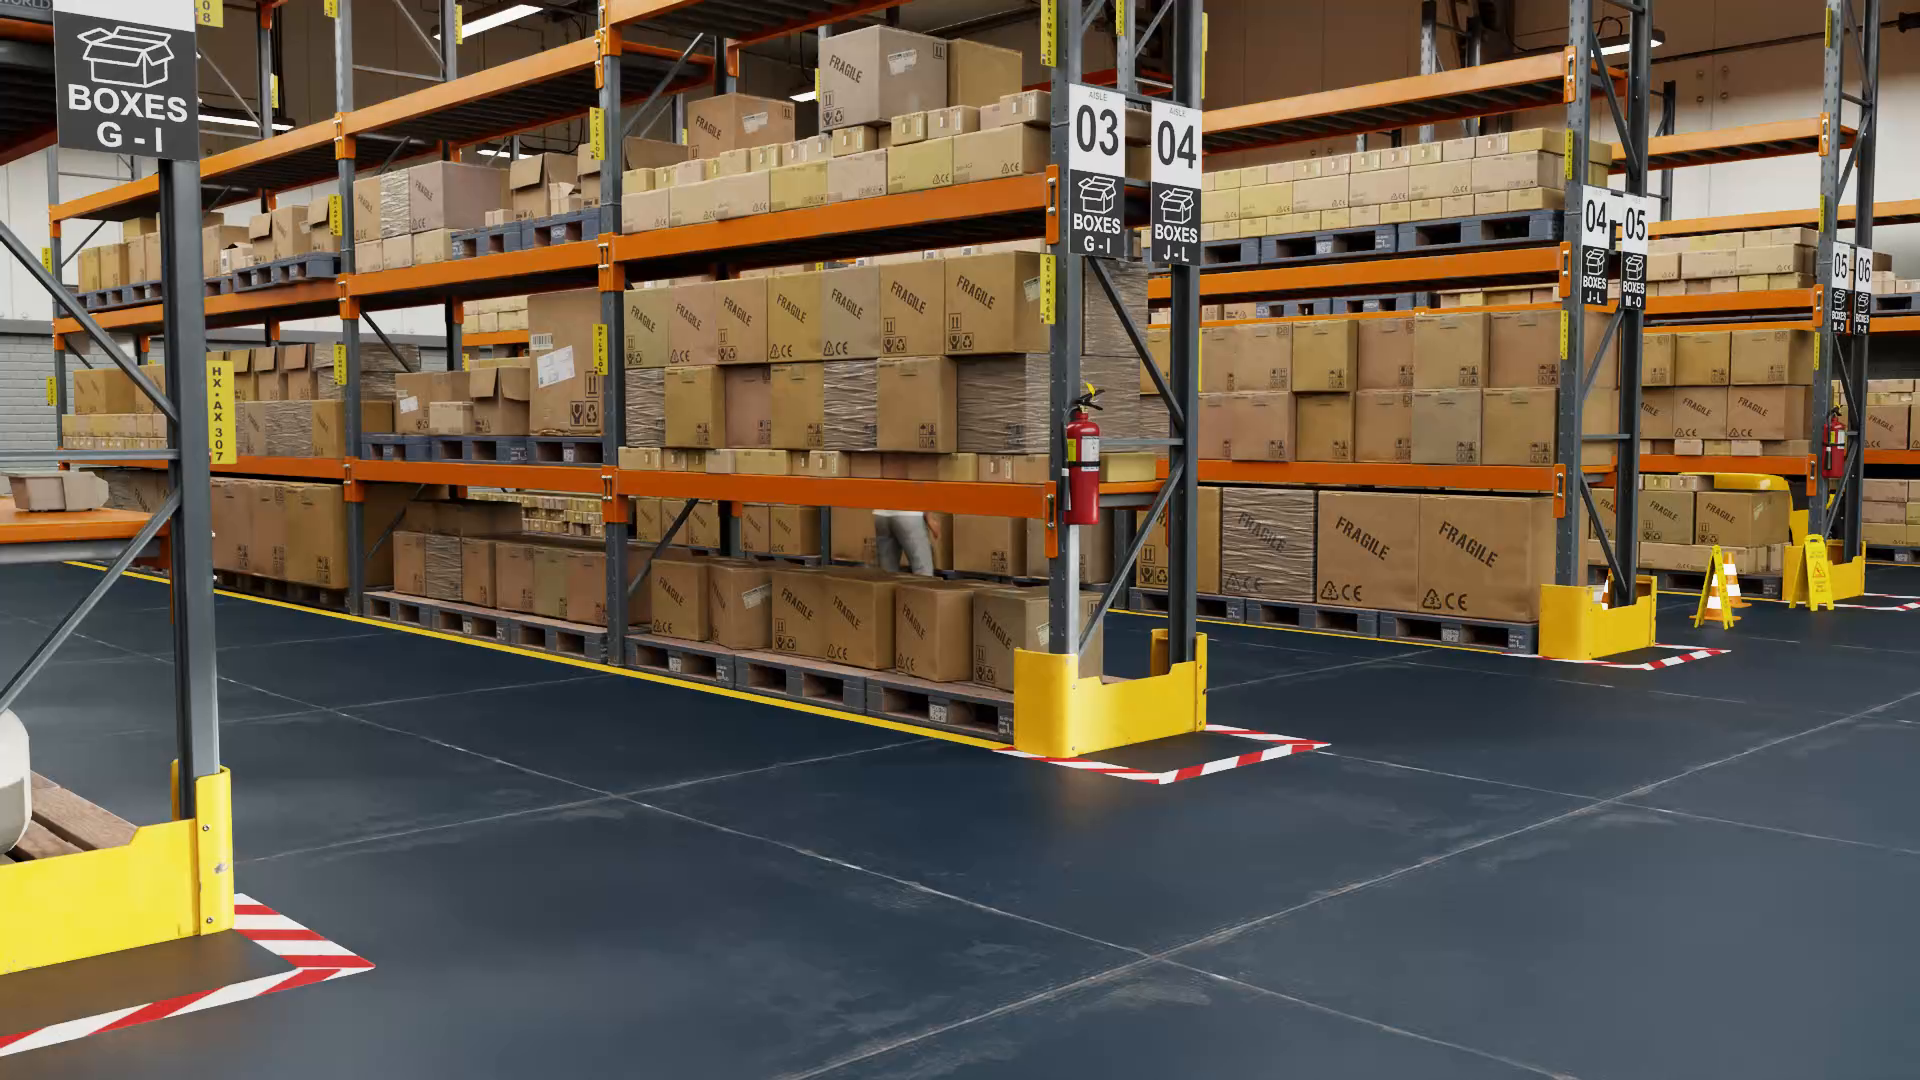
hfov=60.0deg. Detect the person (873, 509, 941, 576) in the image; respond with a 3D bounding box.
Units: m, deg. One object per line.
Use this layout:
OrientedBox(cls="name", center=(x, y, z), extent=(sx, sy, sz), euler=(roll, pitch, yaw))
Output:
OrientedBox(cls="person", center=(-0.380, -0.125, 12.526), extent=(0.537, 1.668, 0.556), euler=(-4, 6, -43))
